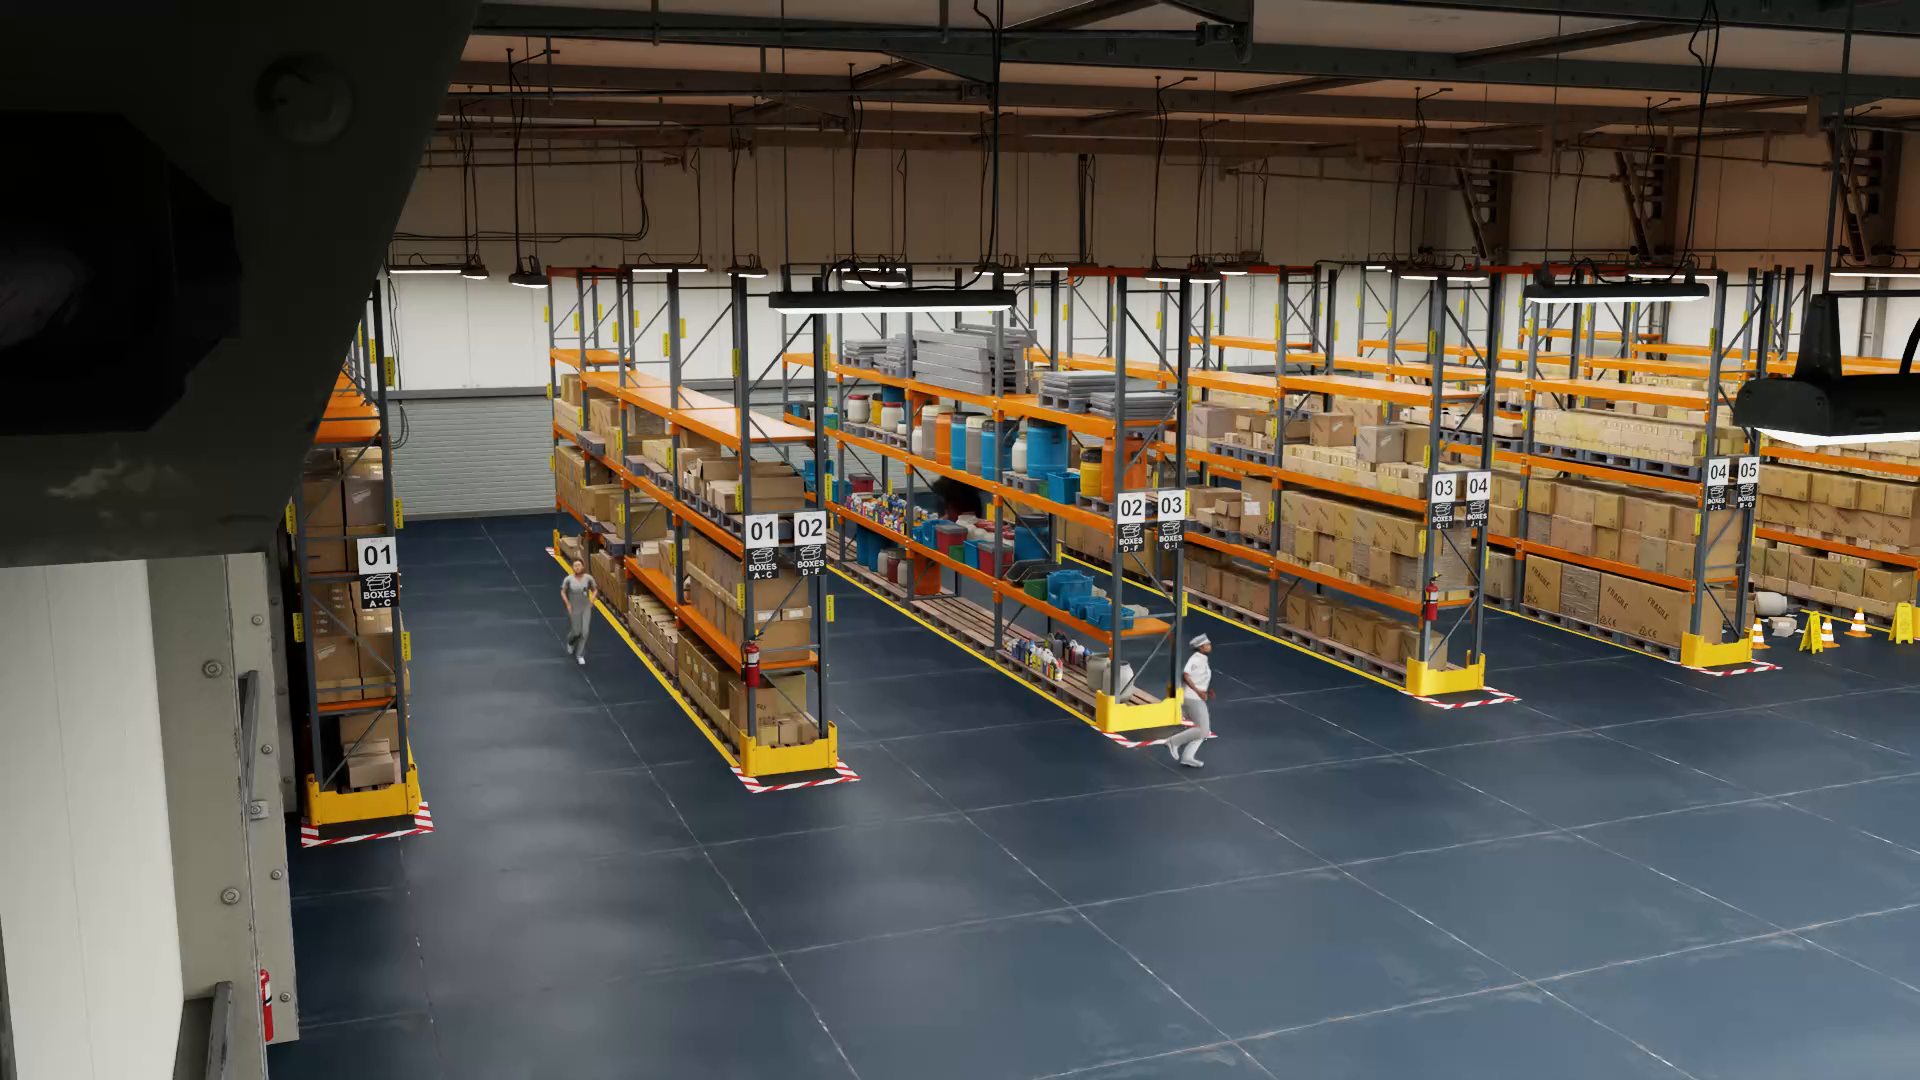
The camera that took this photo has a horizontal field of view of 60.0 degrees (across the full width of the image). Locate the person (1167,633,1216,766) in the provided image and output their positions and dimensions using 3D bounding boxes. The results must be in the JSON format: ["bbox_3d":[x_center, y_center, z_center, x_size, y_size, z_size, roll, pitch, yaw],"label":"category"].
[{"bbox_3d":[2.922,1.969,20.739,0.530,1.613,0.645,2,10,13],"label":"person"}]

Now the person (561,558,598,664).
[{"bbox_3d":[-5.881,1.084,25.777,0.560,1.639,0.605,-3,10,-19],"label":"person"}]
